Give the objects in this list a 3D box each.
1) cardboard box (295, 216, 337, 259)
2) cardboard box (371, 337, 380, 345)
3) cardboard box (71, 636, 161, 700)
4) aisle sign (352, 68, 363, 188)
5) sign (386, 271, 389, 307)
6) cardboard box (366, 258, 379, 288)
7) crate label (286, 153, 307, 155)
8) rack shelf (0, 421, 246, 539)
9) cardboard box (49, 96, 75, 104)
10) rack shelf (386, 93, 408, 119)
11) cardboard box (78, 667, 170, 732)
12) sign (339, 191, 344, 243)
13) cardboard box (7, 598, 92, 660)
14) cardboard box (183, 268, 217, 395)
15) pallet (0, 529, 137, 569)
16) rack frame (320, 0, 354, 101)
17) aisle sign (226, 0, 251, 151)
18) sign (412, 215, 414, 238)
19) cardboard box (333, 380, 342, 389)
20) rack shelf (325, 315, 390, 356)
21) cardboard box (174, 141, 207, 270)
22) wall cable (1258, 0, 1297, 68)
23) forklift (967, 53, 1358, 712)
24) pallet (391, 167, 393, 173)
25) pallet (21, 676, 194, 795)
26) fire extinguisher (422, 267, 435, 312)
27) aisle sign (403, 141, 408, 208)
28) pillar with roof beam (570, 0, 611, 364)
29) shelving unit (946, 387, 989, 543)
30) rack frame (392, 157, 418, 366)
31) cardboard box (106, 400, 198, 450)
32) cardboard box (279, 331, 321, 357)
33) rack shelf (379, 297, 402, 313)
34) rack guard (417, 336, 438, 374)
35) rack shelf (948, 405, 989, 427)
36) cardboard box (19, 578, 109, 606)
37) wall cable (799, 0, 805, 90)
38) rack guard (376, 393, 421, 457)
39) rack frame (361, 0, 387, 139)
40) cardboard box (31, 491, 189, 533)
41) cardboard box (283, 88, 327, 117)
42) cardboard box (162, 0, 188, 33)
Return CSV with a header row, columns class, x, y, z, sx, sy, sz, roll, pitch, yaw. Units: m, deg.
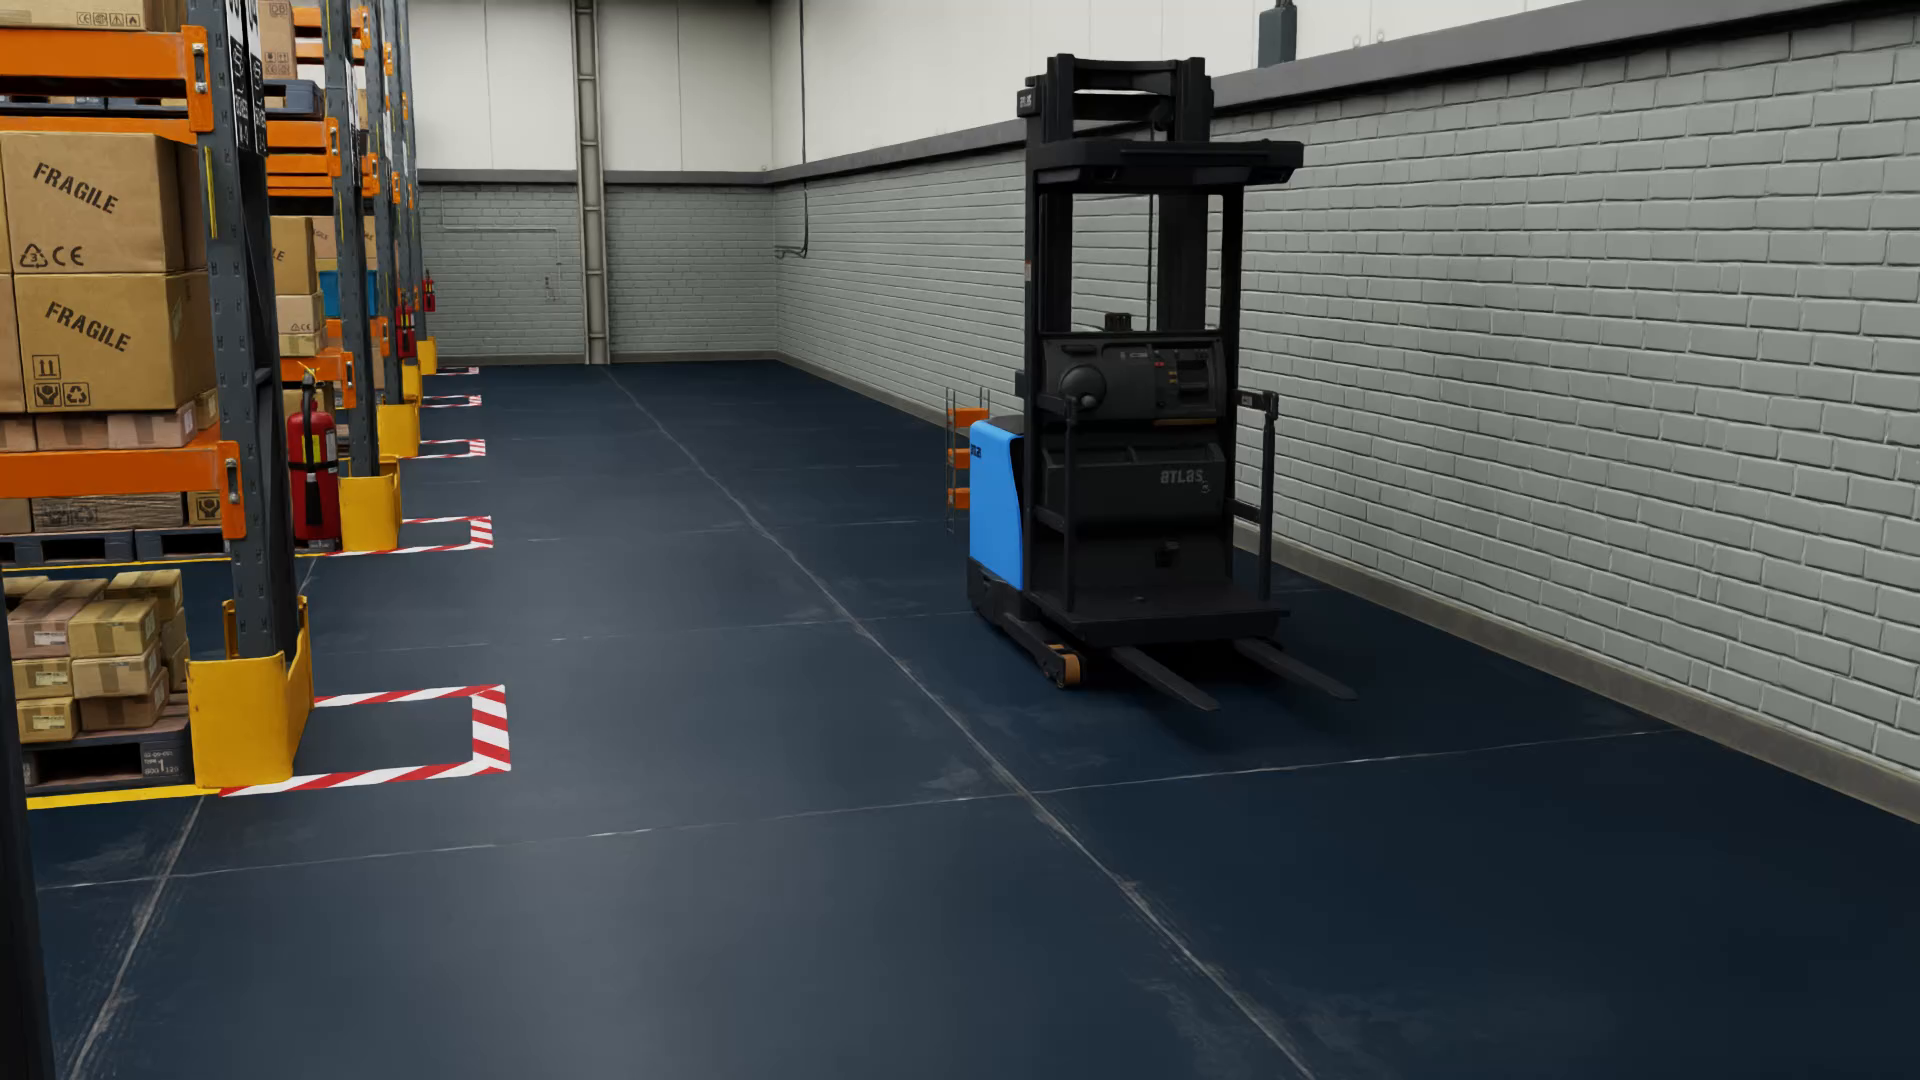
class,x,y,z,sx,sy,sz,roll,pitch,yaw
cardboard box,-7.743,-3.667,20.143,0.500,0.500,0.500,-3,11,-14
cardboard box,-8.940,-3.007,25.342,0.500,0.500,0.700,-3,11,-16
cardboard box,-3.280,0.493,6.476,0.250,0.149,0.380,-3,11,-17
aisle sign,-4.157,-2.834,11.477,0.004,0.787,0.394,-3,11,-16
sign,-5.357,-2.346,15.556,0.005,0.325,0.100,-3,11,-16
cardboard box,-7.261,-3.201,20.375,0.500,0.500,0.500,-3,11,-14
crate label,-6.503,-3.772,15.879,0.502,0.251,0.408,-3,11,-16
rack shelf,-4.773,-0.178,6.213,4.000,0.370,1.077,-3,11,-16
cardboard box,-10.292,-5.067,19.463,0.500,0.500,0.700,-3,11,-16
rack shelf,-10.216,-6.382,24.449,4.000,0.370,1.077,-3,11,-16
cardboard box,-3.300,0.626,6.576,0.250,0.149,0.380,-3,11,-15
sign,-4.004,-2.091,10.766,0.005,0.325,0.100,-3,11,-16
cardboard box,-3.547,0.344,6.464,0.250,0.149,0.380,-3,11,-15
cardboard box,-3.361,-0.853,6.799,0.500,0.500,0.500,-2,11,-13
pallet,-6.057,-0.013,11.036,1.213,0.211,1.003,-3,11,-16
rack frame,-4.142,-4.450,10.866,0.127,3.000,1.000,-3,11,-16
aisle sign,-2.699,-1.863,6.199,0.004,0.787,0.394,-3,11,-16
sign,-8.157,-4.674,24.798,0.005,0.325,0.100,-3,11,-16
cardboard box,-7.774,-1.970,20.573,0.250,0.166,0.380,-3,11,-16
rack shelf,-7.447,-1.906,15.601,4.000,0.370,1.077,-3,11,-16
cardboard box,-3.358,-1.343,6.698,0.500,0.500,0.500,-3,11,-16
wall cable,2.250,-5.719,8.874,0.120,5.999,2.277,-3,11,-16
forklift,0.914,-0.824,7.926,1.130,2.935,3.031,-3,11,-15
pallet,-9.005,-5.475,24.964,1.213,0.211,1.003,-3,11,-16
pallet,-3.716,0.778,6.739,1.213,0.211,1.003,-3,11,-16
fire extinguisher,-8.022,-3.789,25.087,0.183,0.674,0.296,-3,11,-16
aisle sign,-6.756,-4.451,20.258,0.004,0.787,0.394,-3,11,-16
pillar with roof beam,-4.742,-6.572,22.392,0.400,9.000,9.100,-3,11,-16
shelving unit,0.051,-0.519,11.466,0.252,1.050,0.215,-3,11,-16
rack frame,-6.907,-3.222,20.764,0.127,3.000,1.000,-3,11,-16
cardboard box,-3.087,-0.443,6.364,0.250,0.149,0.380,-3,11,-16
cardboard box,-4.392,-1.301,11.023,0.250,0.149,0.380,-3,11,-15
rack shelf,-8.828,-2.767,20.280,4.000,0.370,1.077,-3,11,-16
rack guard,-8.272,-2.855,25.674,0.348,0.500,1.175,-3,11,-16
rack shelf,0.051,-0.788,11.417,0.240,0.259,0.215,-3,11,-16
cardboard box,-3.682,0.273,6.851,0.250,0.149,0.380,-3,11,-15
wall cable,-2.009,-7.744,23.384,0.112,2.526,3.097,-3,11,-16
rack guard,-5.507,-1.135,16.331,0.348,0.500,1.175,-3,11,-16
rack frame,-5.526,-5.311,15.543,0.127,3.000,1.000,-3,11,-16
cardboard box,-5.608,-0.569,11.062,0.875,0.875,0.875,-3,11,-16
cardboard box,-7.900,-5.199,20.179,0.500,0.500,0.700,-3,11,-16
cardboard box,-3.355,-2.056,6.558,0.500,0.250,0.500,-3,11,-14
